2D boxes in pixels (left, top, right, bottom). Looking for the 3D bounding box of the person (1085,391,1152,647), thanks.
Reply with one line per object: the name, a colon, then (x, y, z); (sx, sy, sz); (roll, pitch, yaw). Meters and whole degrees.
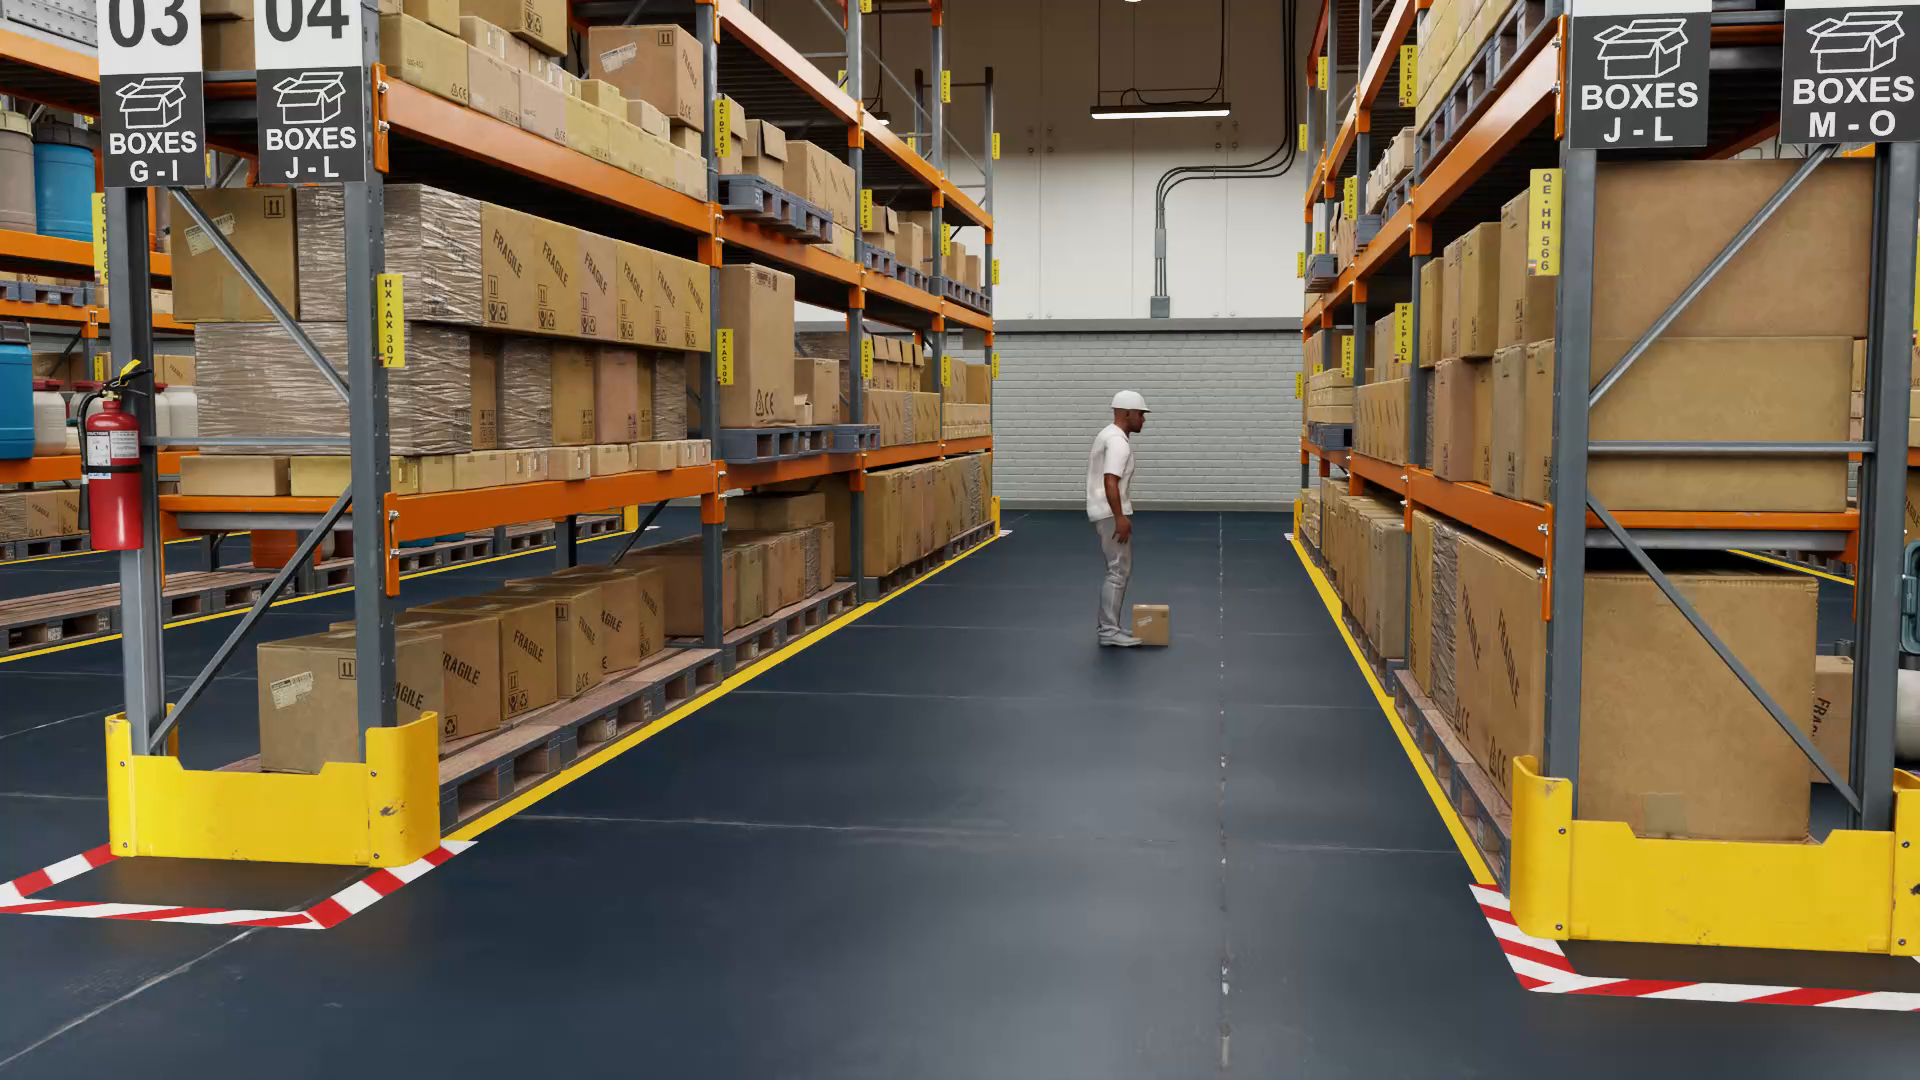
person: (1.105, -0.160, 11.599); (0.462, 1.759, 0.632); (0, 4, 5)
